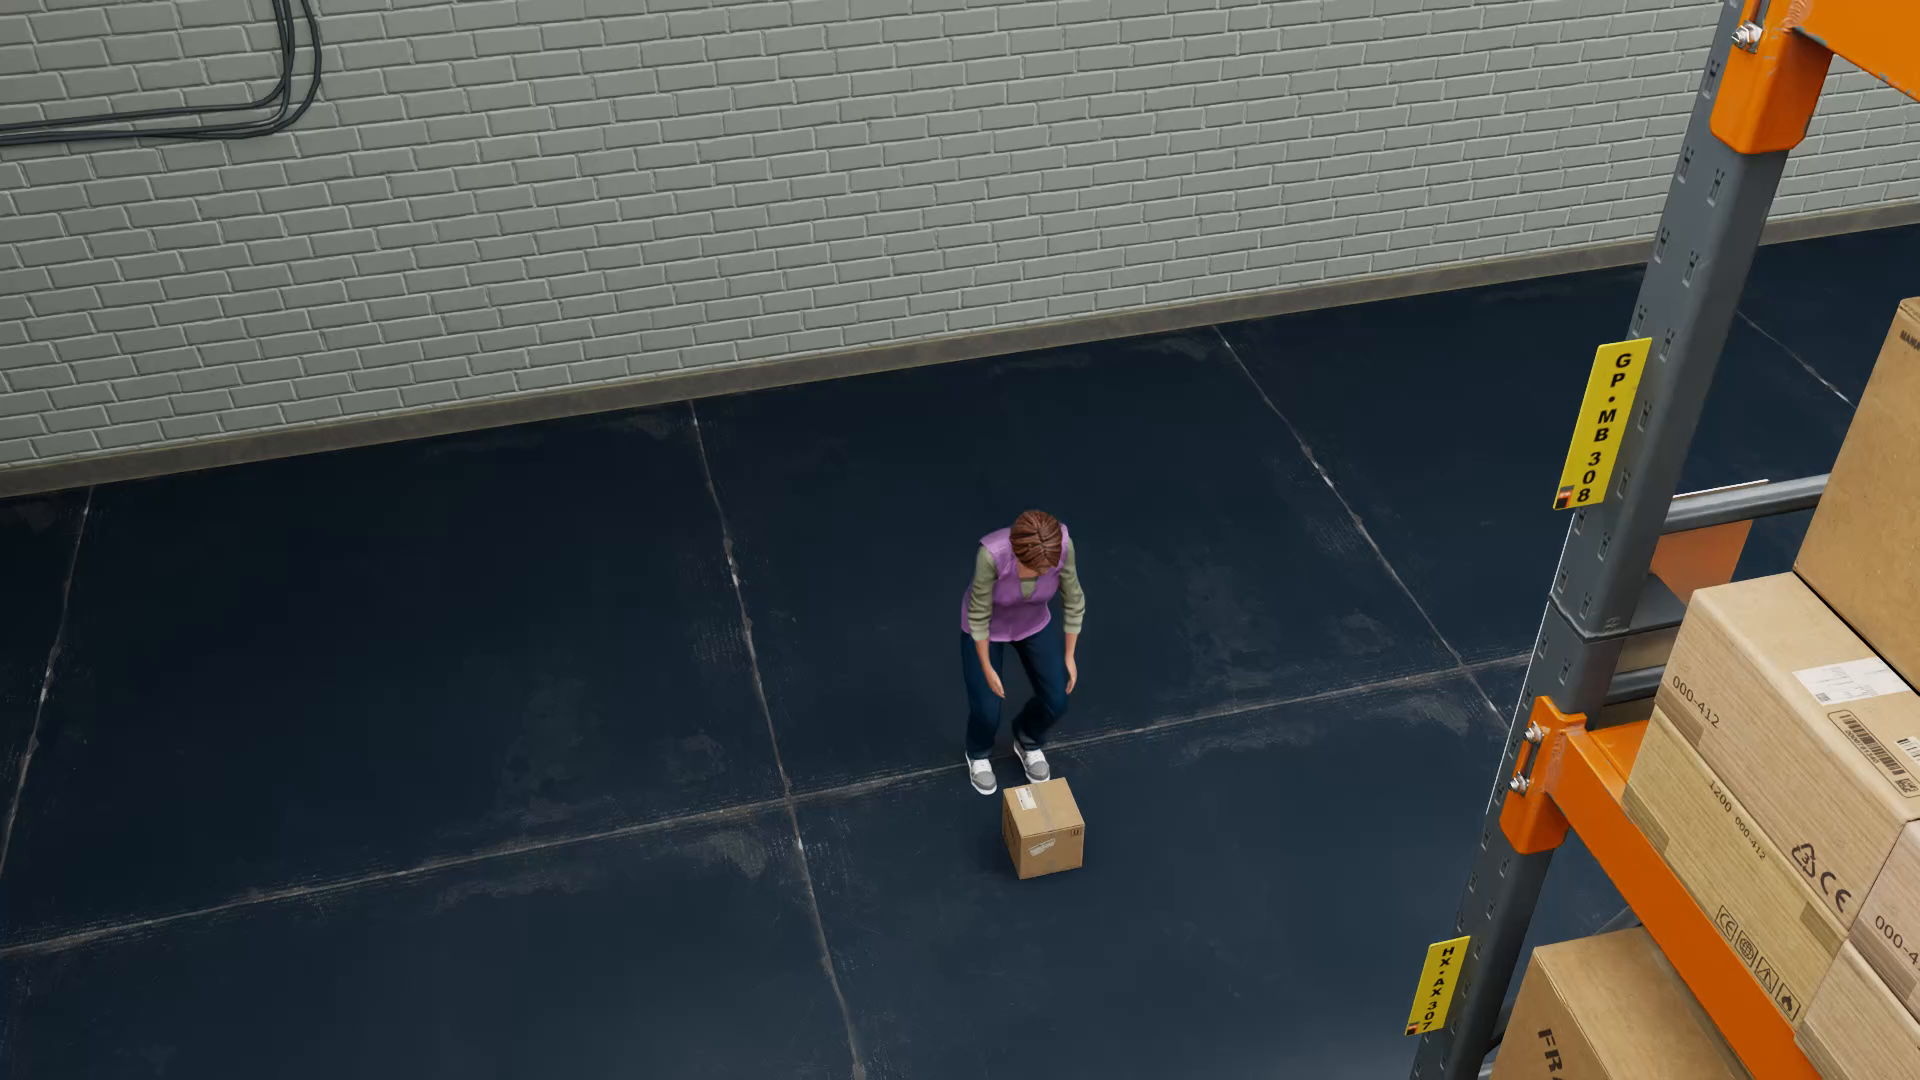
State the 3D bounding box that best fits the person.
[{"bbox_3d":[0.234,0.393,6.374,0.454,1.429,0.540,-9,40,-11],"label":"person"}]
